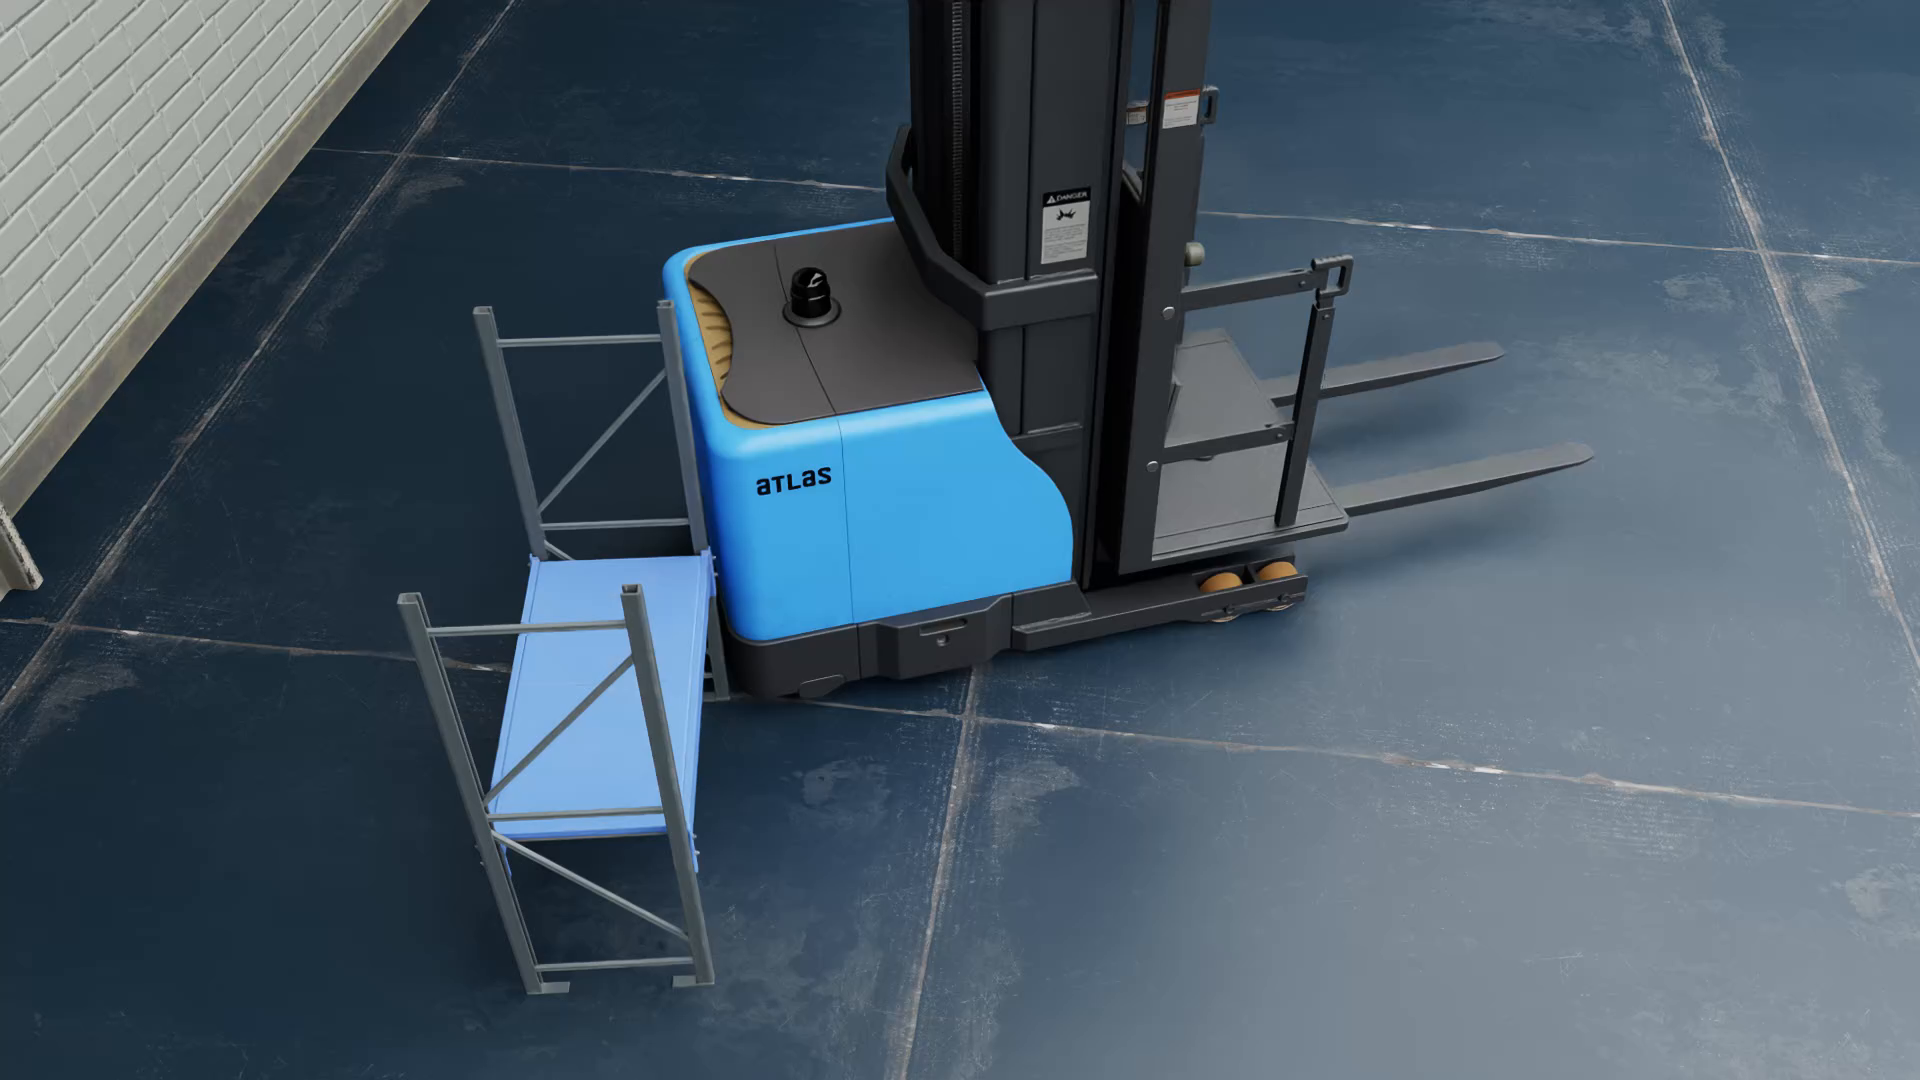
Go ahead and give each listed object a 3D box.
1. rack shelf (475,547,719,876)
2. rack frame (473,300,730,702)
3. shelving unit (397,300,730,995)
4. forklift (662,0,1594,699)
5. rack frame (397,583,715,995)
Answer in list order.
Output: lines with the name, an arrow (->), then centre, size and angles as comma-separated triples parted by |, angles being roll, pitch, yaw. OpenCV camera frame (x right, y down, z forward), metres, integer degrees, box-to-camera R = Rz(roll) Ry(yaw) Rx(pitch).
rack shelf -> -0.943, 0.438, 4.459 | 0.538, 0.185, 1.000 | -2, 43, -2
rack frame -> -0.973, -0.042, 4.704 | 0.500, 1.500, 0.032 | -2, 43, -2
shelving unit -> -0.943, 0.307, 4.335 | 0.538, 1.500, 1.048 | -2, 43, -2
forklift -> 0.643, -1.135, 4.817 | 3.031, 2.935, 1.130 | -11, 45, -11
rack frame -> -0.913, 0.656, 3.967 | 0.500, 1.500, 0.032 | -2, 43, -2
